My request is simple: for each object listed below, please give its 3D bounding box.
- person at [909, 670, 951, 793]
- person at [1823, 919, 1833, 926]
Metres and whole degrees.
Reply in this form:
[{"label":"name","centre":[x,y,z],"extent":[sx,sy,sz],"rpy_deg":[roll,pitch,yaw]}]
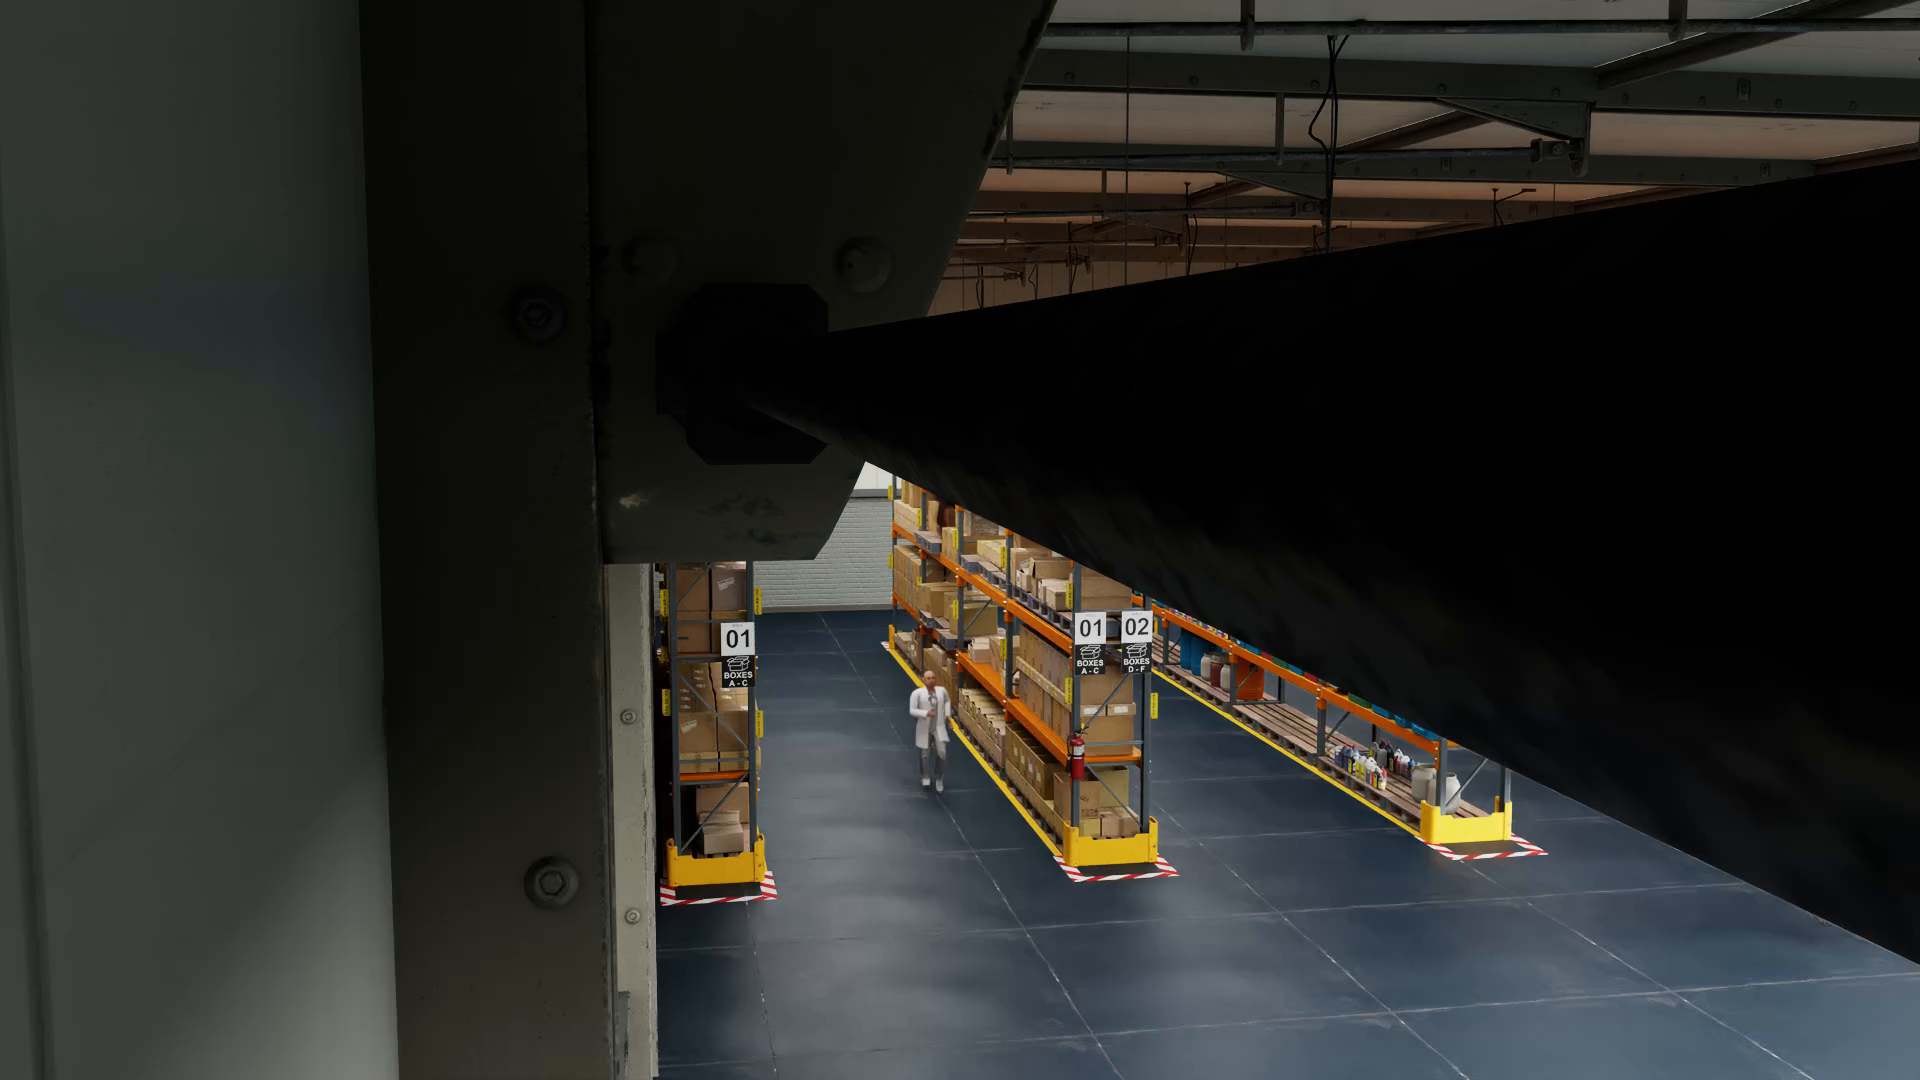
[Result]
[{"label":"person","centre":[-0.420,2.816,24.433],"extent":[0.674,1.807,0.782],"rpy_deg":[-1,6,-12]},{"label":"person","centre":[9.868,3.540,18.182],"extent":[0.846,1.635,0.578],"rpy_deg":[2,6,14]}]
